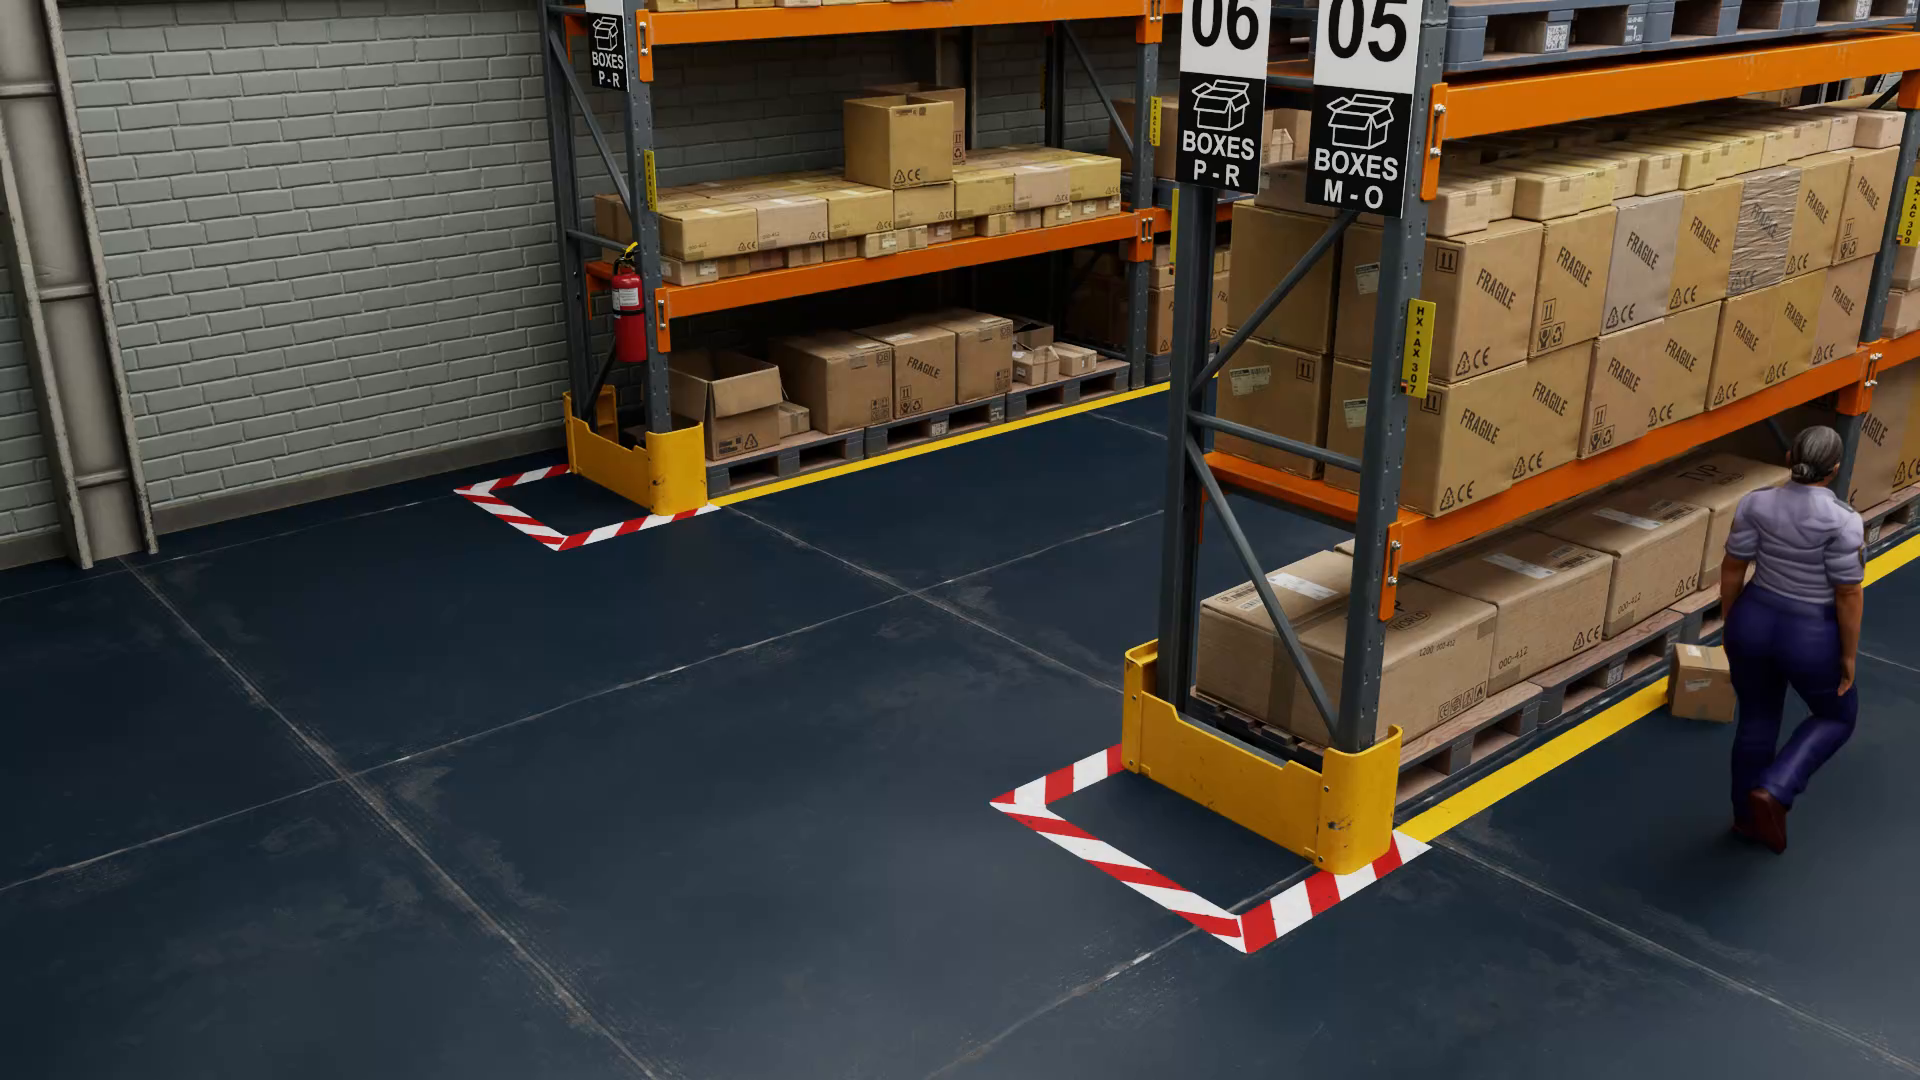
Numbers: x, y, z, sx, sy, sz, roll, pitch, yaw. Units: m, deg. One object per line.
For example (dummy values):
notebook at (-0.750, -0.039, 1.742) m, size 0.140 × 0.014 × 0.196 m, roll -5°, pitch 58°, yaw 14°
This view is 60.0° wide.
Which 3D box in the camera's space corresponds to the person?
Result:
person at (3.035, 0.363, 6.113) m, size 0.483 × 1.640 × 0.521 m, roll -18°, pitch 28°, yaw -39°
